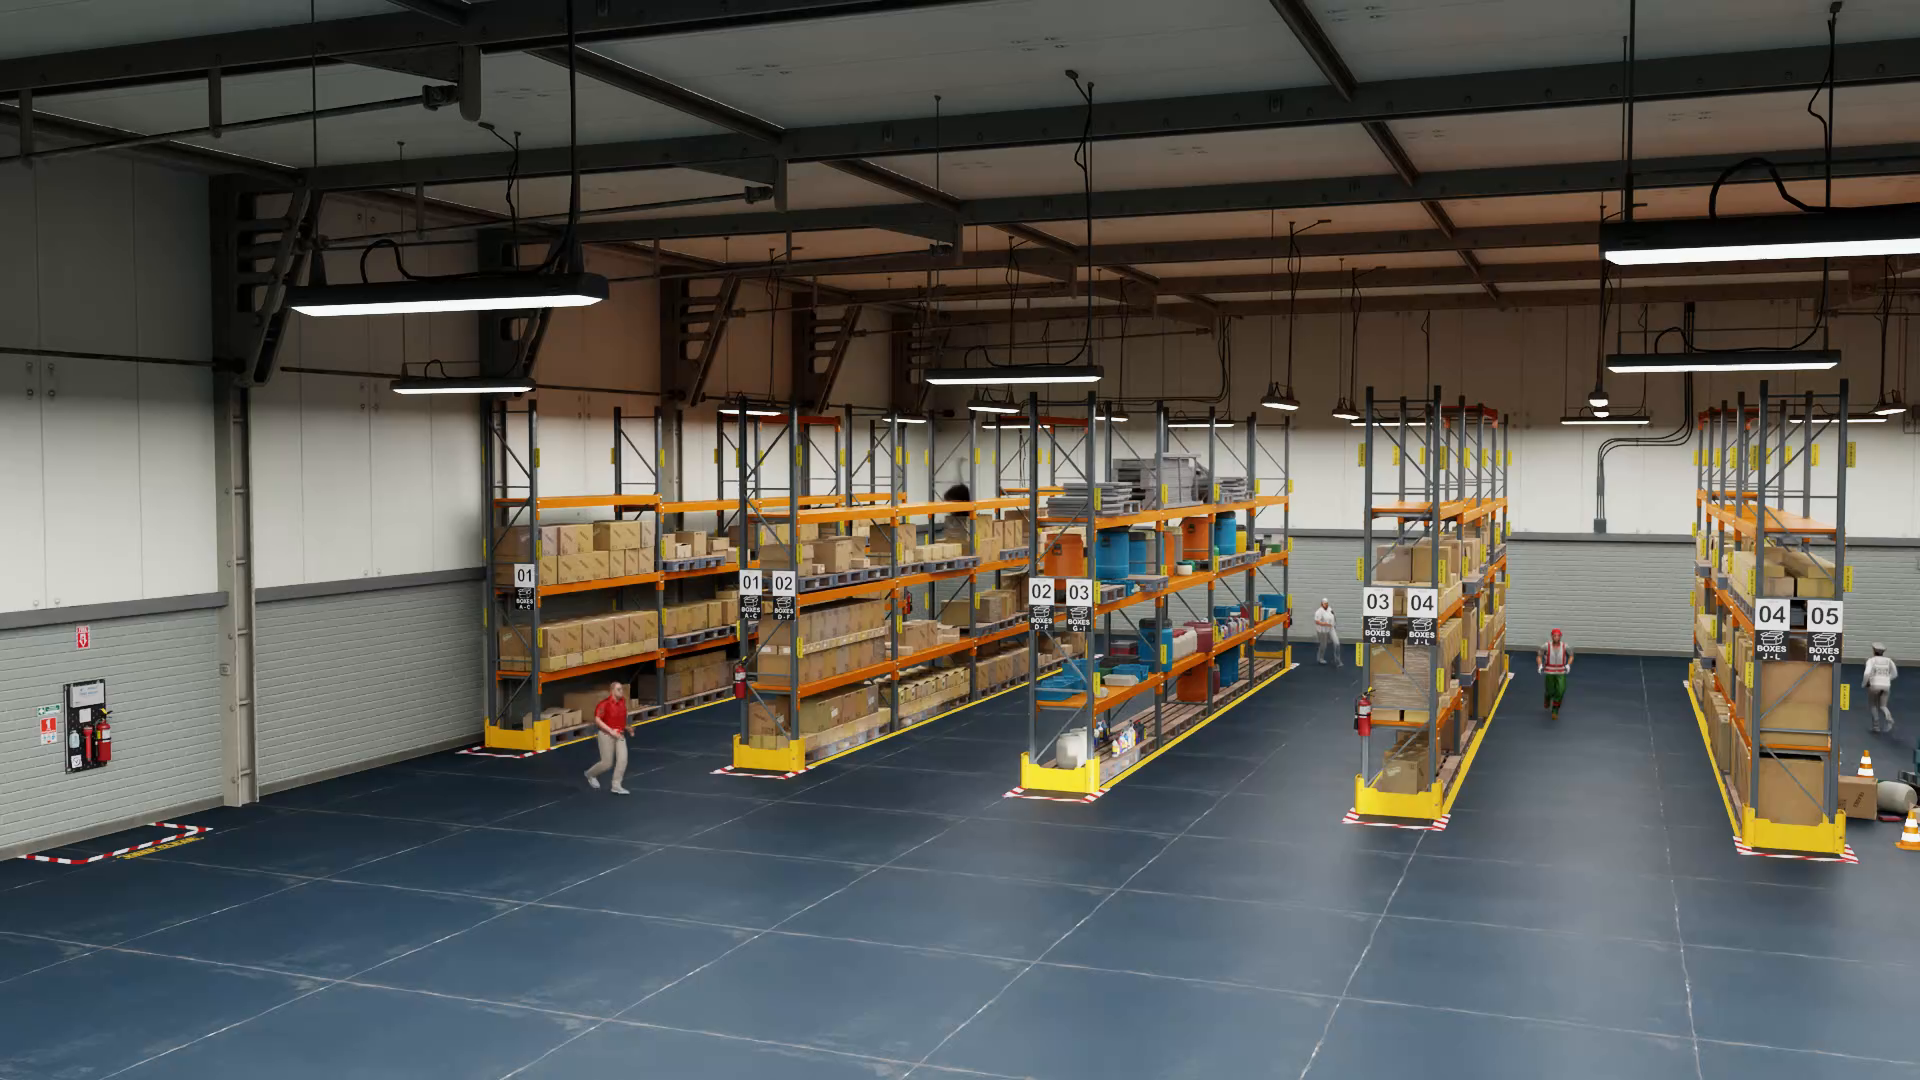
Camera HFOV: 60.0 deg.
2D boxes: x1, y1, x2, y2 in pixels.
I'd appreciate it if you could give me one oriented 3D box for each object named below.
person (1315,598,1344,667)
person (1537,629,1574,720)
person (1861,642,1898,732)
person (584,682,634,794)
[{"bbox_3d":[8.797,2.227,40.034,0.645,1.668,0.781,-1,3,-21],"label":"person"},{"bbox_3d":[11.484,2.565,32.099,0.691,1.735,0.676,0,3,8],"label":"person"},{"bbox_3d":[16.749,2.702,30.213,0.615,1.634,0.699,0,3,9],"label":"person"},{"bbox_3d":[-5.270,2.946,24.855,0.793,1.679,0.663,2,3,35],"label":"person"}]
